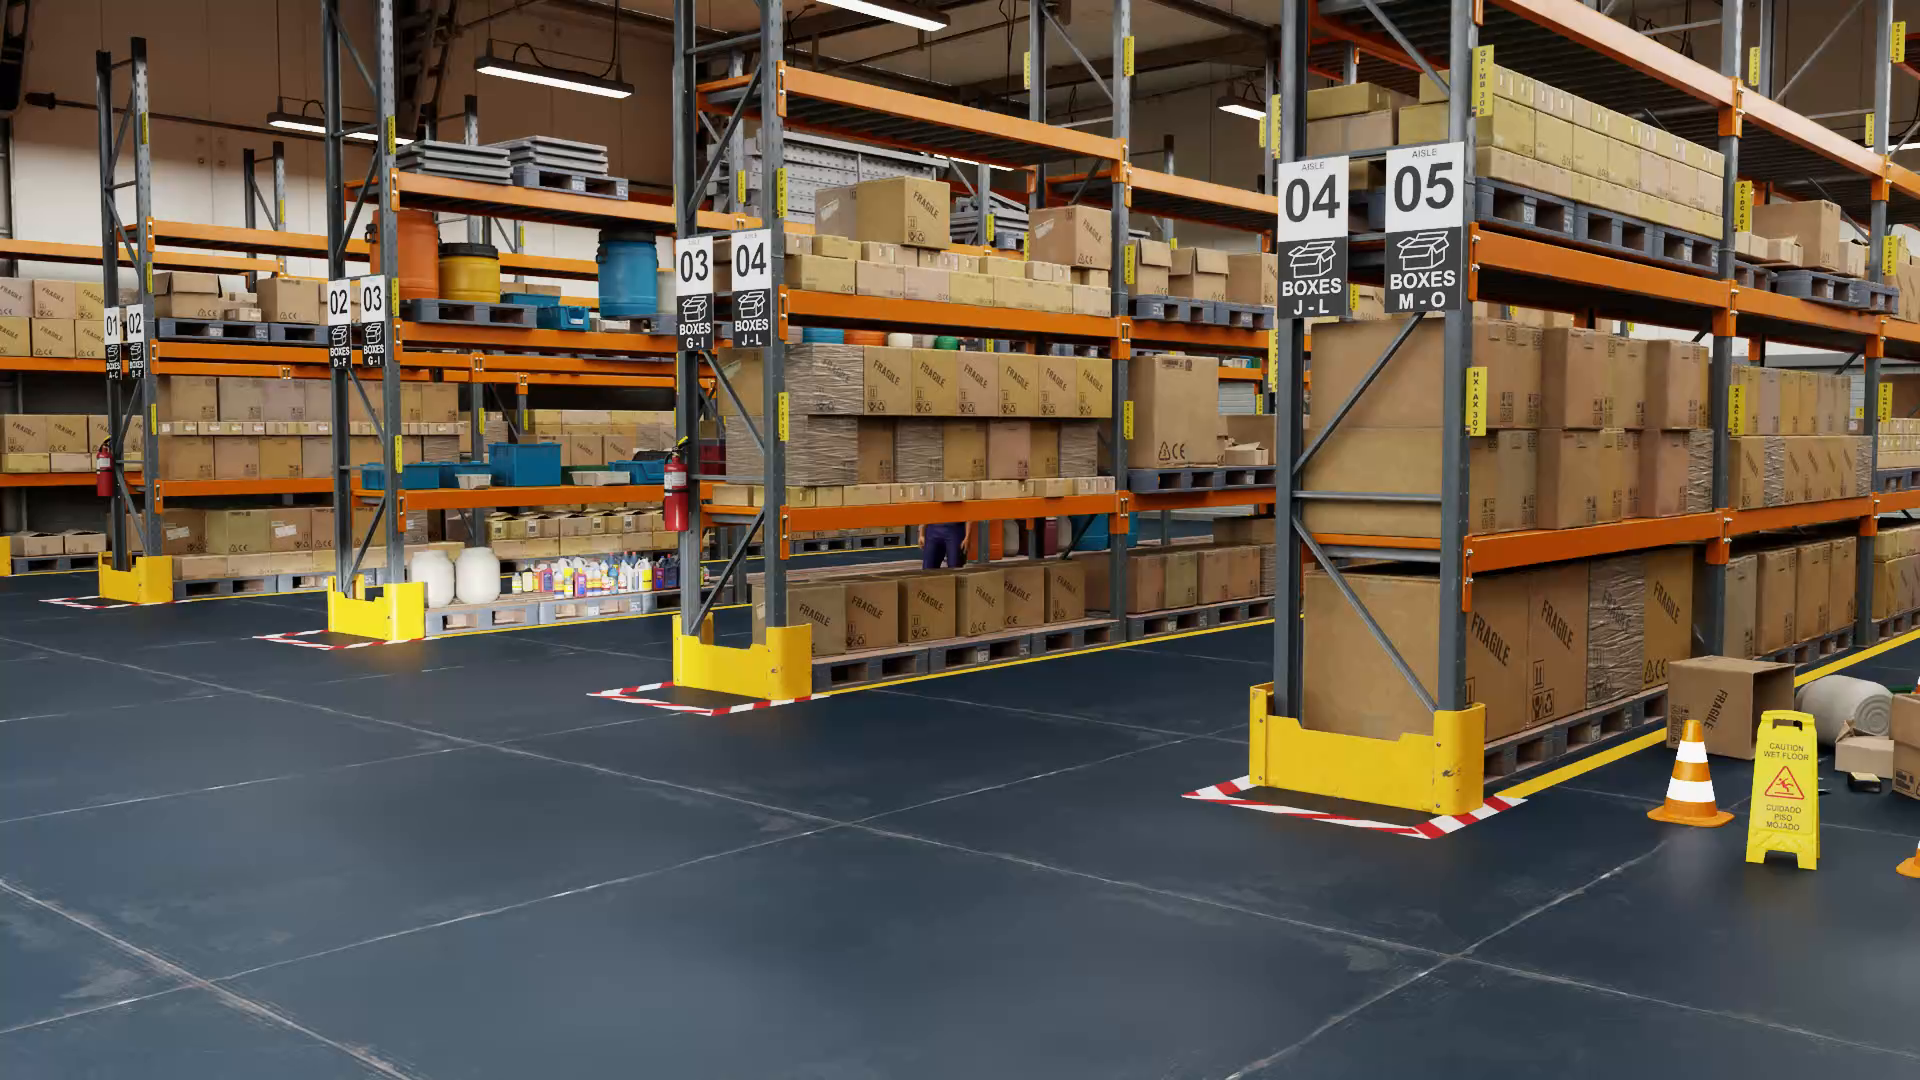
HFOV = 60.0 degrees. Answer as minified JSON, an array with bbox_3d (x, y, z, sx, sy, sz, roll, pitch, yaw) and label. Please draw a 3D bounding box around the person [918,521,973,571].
[{"bbox_3d":[-0.142,-0.007,15.660,0.555,1.652,0.366,2,4,23],"label":"person"}]
